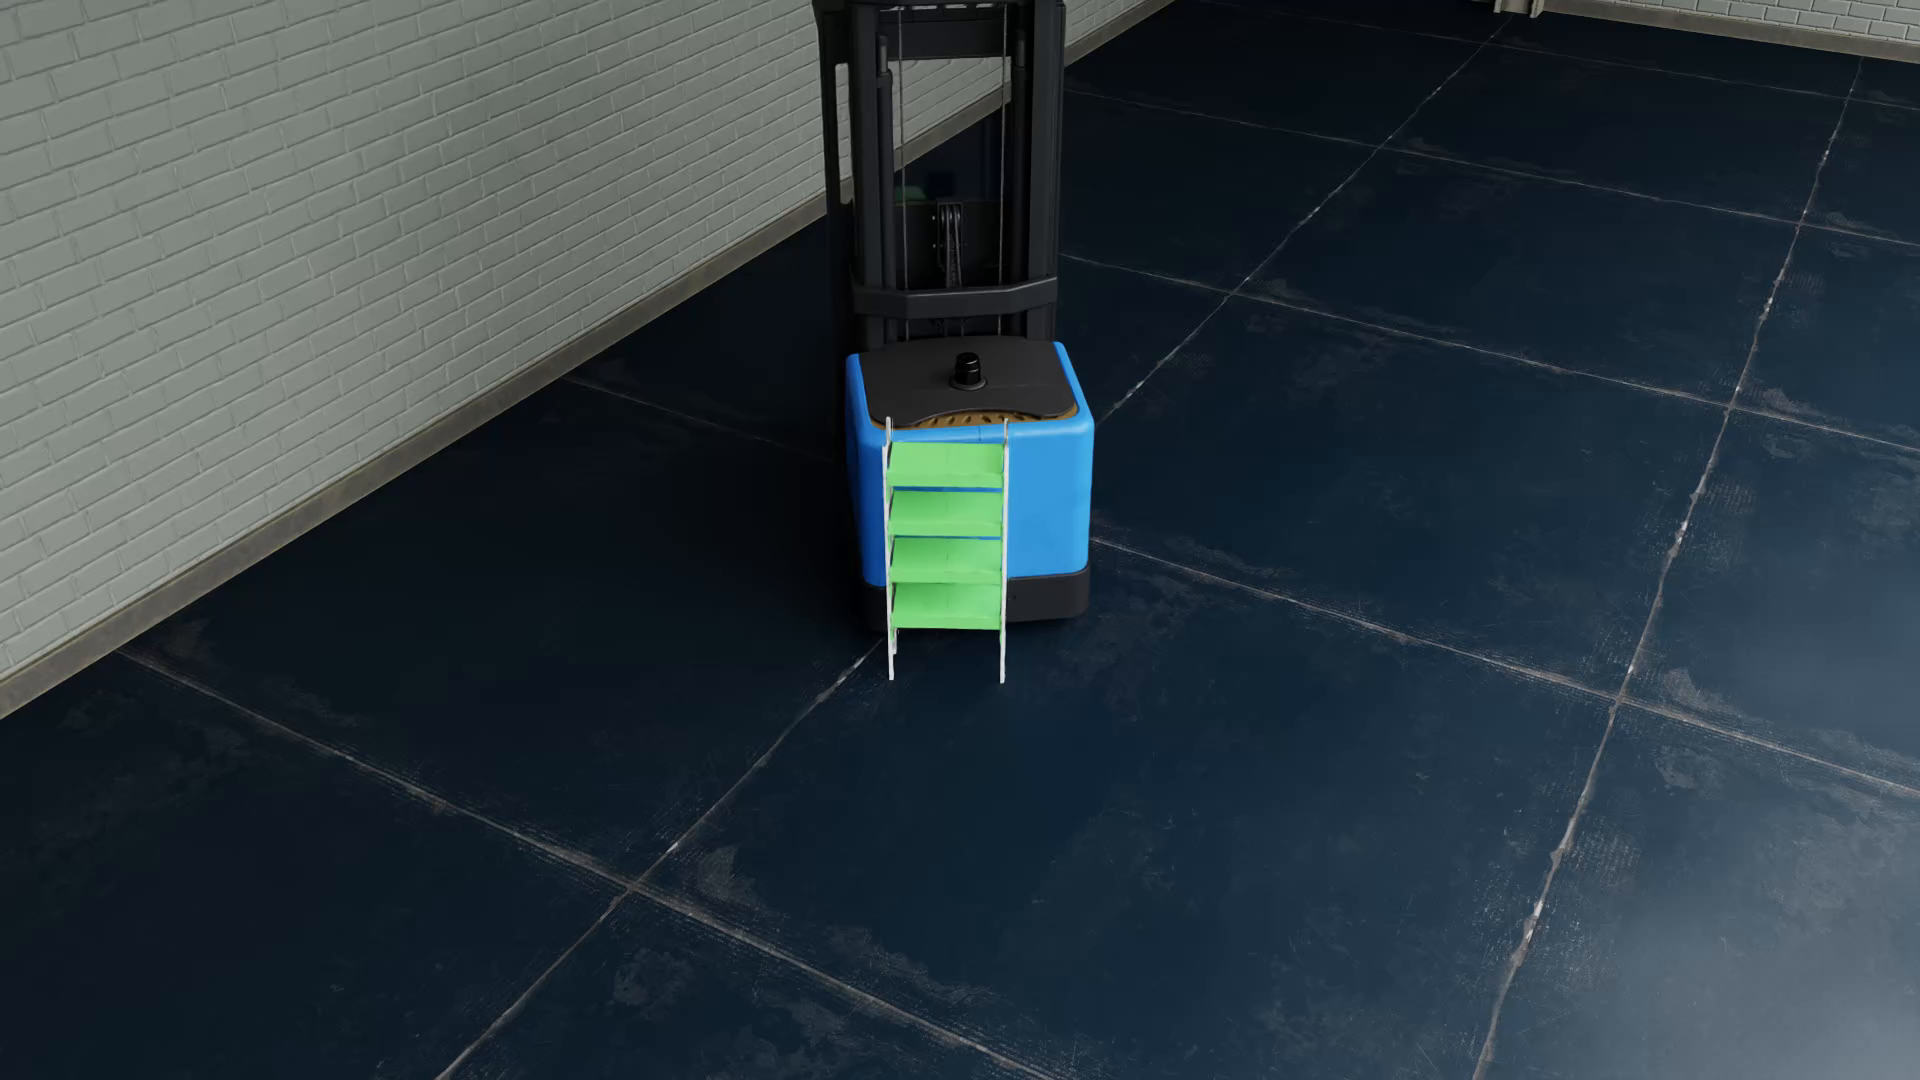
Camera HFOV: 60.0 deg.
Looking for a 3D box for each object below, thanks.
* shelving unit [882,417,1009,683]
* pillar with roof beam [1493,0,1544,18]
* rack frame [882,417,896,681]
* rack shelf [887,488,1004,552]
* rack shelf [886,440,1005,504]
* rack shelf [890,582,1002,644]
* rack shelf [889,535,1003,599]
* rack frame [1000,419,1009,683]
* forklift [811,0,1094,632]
[{"bbox_3d":[-0.055,0.062,7.072,0.503,1.200,0.258,1,34,2],"label":"shelving unit"},{"bbox_3d":[3.169,-6.705,10.200,0.400,9.000,9.100,18,37,24],"label":"pillar with roof beam"},{"bbox_3d":[-0.299,0.057,7.079,0.015,1.200,0.240,1,34,2],"label":"rack frame"},{"bbox_3d":[-0.055,-0.084,6.973,0.480,0.148,0.258,1,34,2],"label":"rack shelf"},{"bbox_3d":[-0.056,-0.282,6.838,0.480,0.148,0.258,1,34,2],"label":"rack shelf"},{"bbox_3d":[-0.055,0.313,7.243,0.480,0.148,0.258,1,34,2],"label":"rack shelf"},{"bbox_3d":[-0.055,0.115,7.108,0.480,0.148,0.258,1,34,2],"label":"rack shelf"},{"bbox_3d":[0.189,0.066,7.065,0.015,1.200,0.240,1,34,2],"label":"rack frame"},{"bbox_3d":[-0.112,-1.607,8.018,1.130,2.935,3.031,-4,34,-6],"label":"forklift"}]
